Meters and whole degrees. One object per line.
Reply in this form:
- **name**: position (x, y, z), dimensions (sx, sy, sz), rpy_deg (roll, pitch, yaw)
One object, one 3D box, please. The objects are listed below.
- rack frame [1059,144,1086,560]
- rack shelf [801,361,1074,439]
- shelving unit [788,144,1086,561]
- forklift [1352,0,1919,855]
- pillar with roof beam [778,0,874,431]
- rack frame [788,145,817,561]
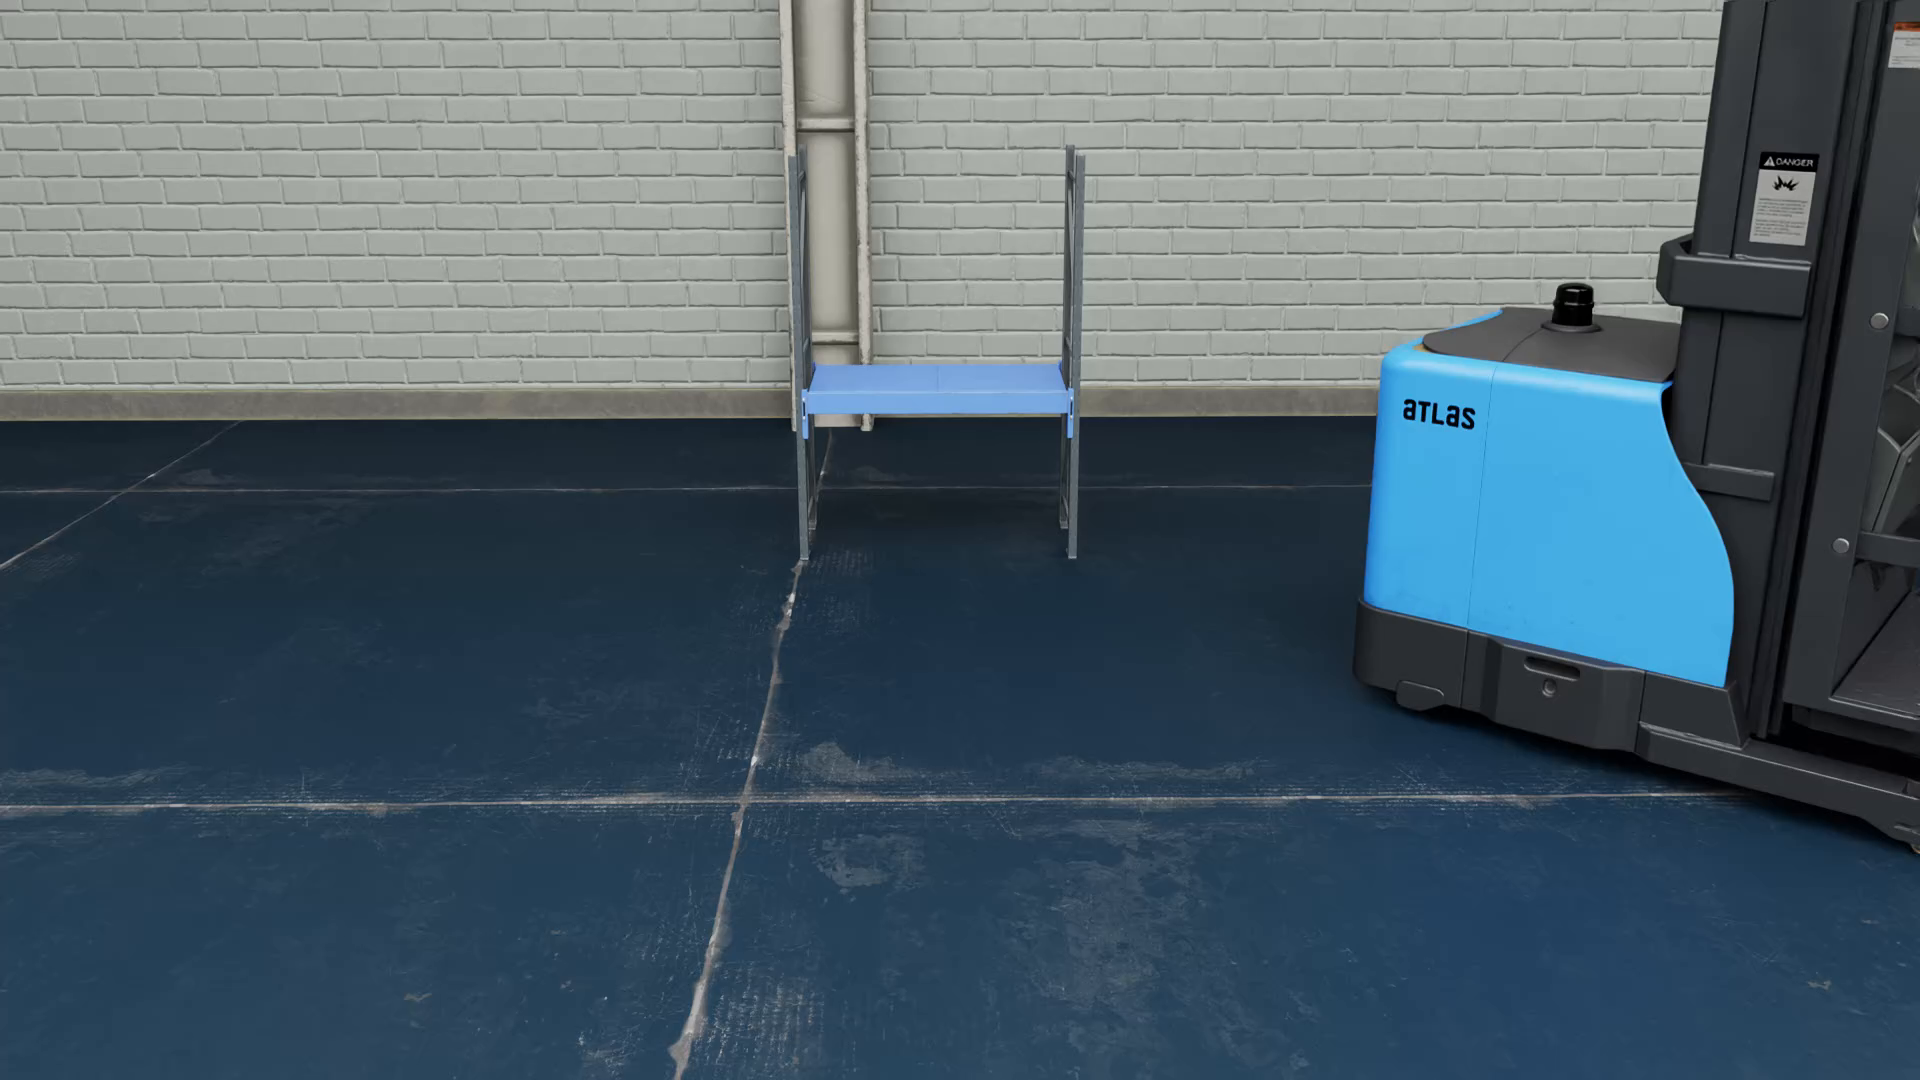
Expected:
- **rack frame**: position (0.423, -0.716, 6.325), dimensions (0.032, 1.500, 0.500), rpy_deg (0, 18, -1)
- **rack shelf**: position (-0.085, -0.542, 6.372), dimensions (1.000, 0.185, 0.538), rpy_deg (0, 18, -1)
- **shelving unit**: position (-0.085, -0.714, 6.317), dimensions (1.048, 1.500, 0.538), rpy_deg (0, 18, -1)
- **forklift**: position (2.658, -0.750, 4.086), dimensions (3.031, 2.935, 1.130), rpy_deg (14, 22, 36)
- **pillar with roof beam**: position (-0.568, -3.557, 2.904), dimensions (0.400, 9.000, 9.100), rpy_deg (0, 18, -1)
- **rack frame**: position (-0.594, -0.711, 6.310), dimensions (0.032, 1.500, 0.500), rpy_deg (0, 18, -1)
